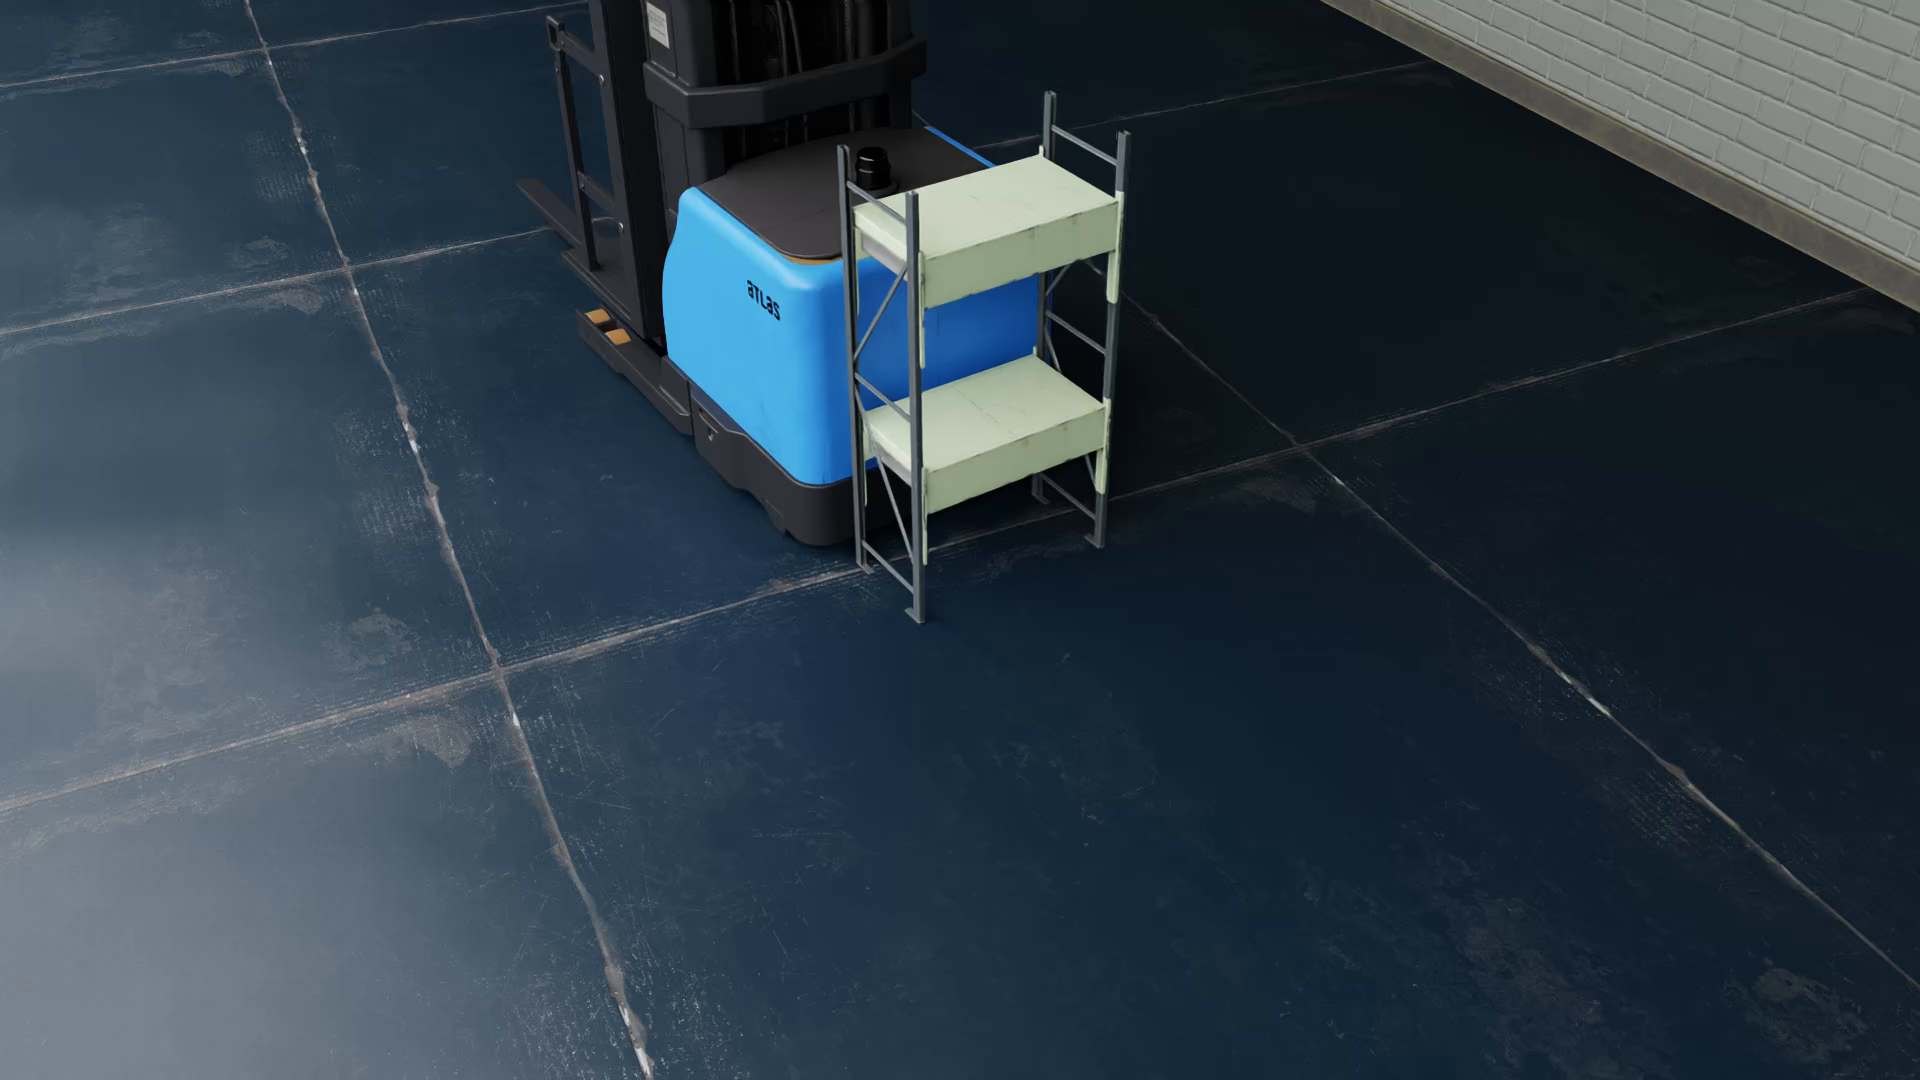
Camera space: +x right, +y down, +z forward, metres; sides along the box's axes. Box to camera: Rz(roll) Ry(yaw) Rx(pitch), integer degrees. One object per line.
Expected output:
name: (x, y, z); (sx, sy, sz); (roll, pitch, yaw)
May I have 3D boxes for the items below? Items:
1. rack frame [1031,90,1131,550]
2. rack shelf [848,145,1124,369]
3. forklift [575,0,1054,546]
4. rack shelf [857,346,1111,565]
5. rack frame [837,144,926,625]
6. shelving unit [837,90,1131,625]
rack frame: (0.377, -0.671, 5.395); (0.023, 1.500, 0.400); (-22, 42, -26)
rack shelf: (0.073, -0.863, 4.999); (0.720, 0.370, 0.431); (-22, 42, -26)
forklift: (-0.904, -1.998, 5.983); (1.130, 2.935, 3.031); (-22, 42, -26)
rack shelf: (0.073, -0.288, 5.426); (0.720, 0.370, 0.431); (-22, 42, -26)
rack frame: (-0.232, -0.429, 5.069); (0.023, 1.500, 0.400); (-22, 42, -26)
shelving unit: (0.073, -0.550, 5.232); (0.755, 1.500, 0.431); (-22, 42, -26)
